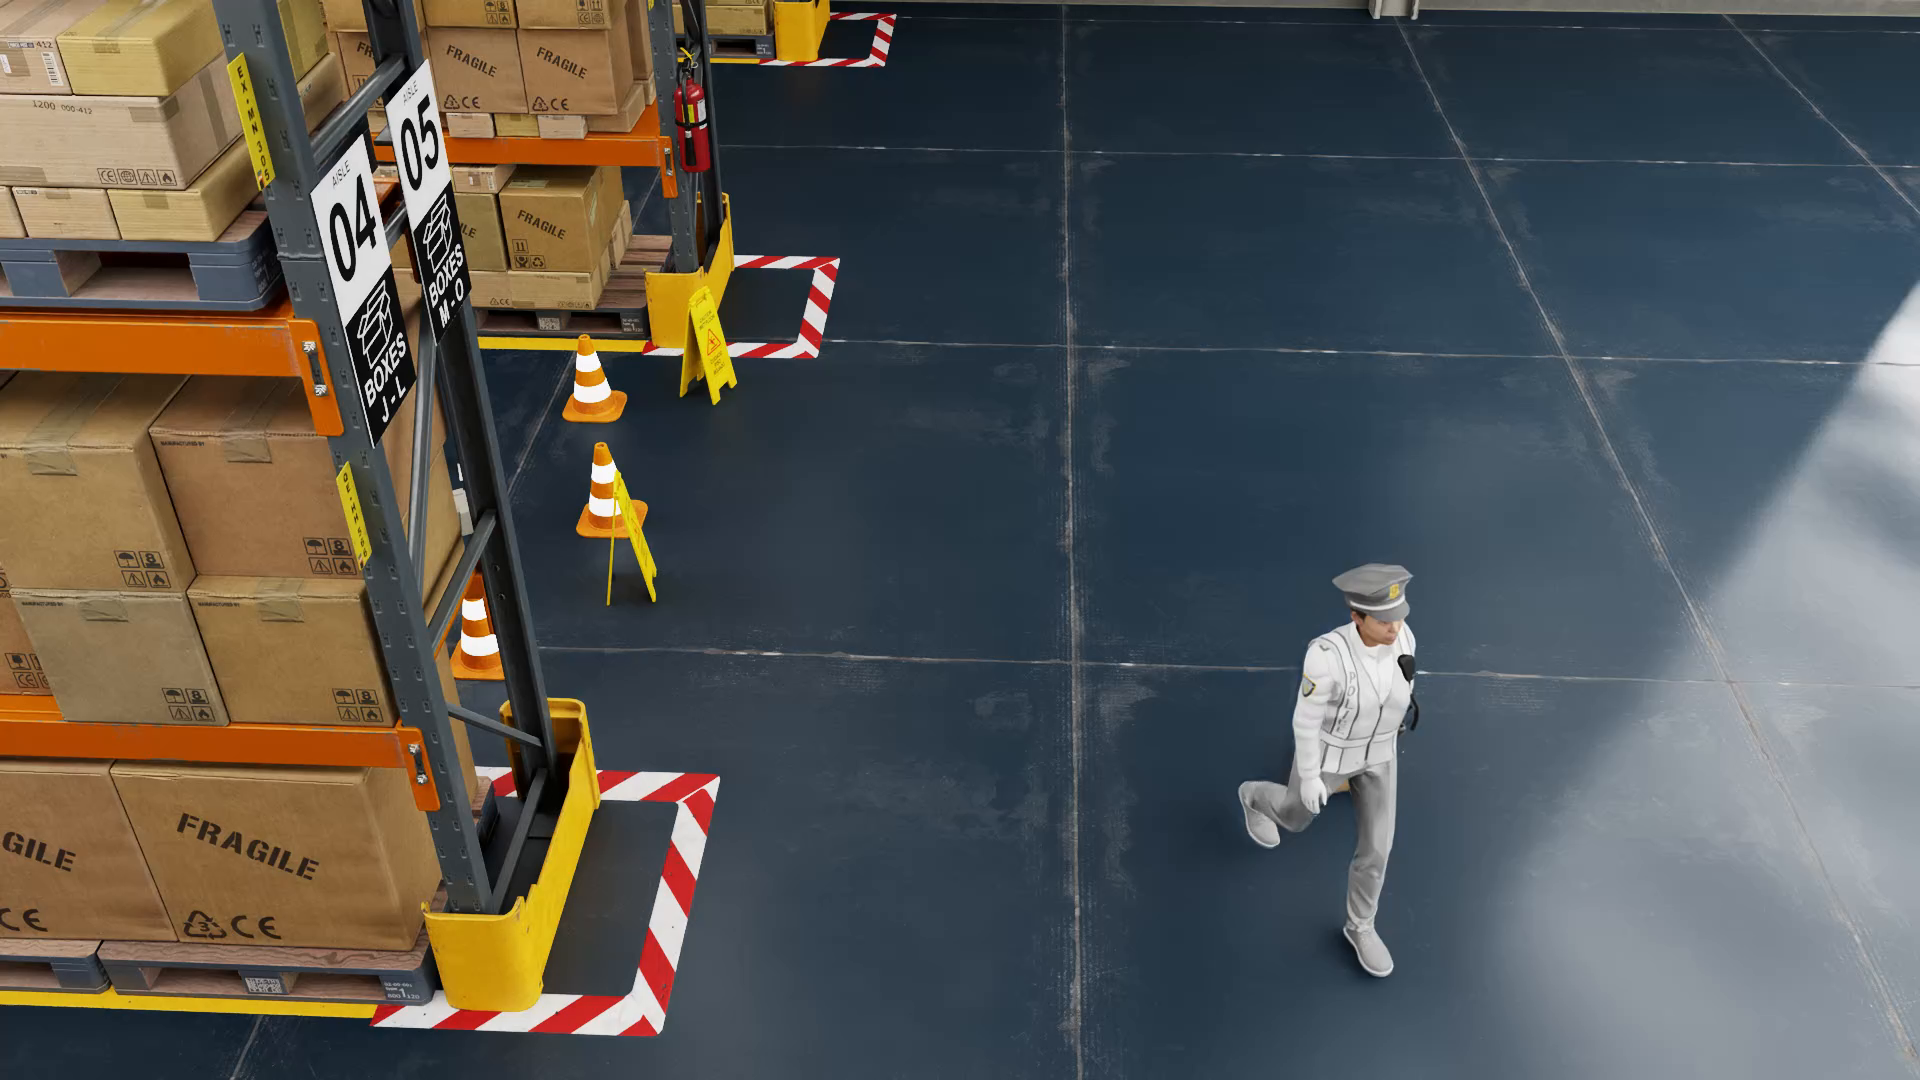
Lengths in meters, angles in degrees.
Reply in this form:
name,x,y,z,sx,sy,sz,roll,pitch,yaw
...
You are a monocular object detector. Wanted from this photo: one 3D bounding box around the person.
name,x,y,z,sx,sy,sz,roll,pitch,yaw
person,1.422,0.767,6.010,0.480,1.657,0.786,-10,37,-14
